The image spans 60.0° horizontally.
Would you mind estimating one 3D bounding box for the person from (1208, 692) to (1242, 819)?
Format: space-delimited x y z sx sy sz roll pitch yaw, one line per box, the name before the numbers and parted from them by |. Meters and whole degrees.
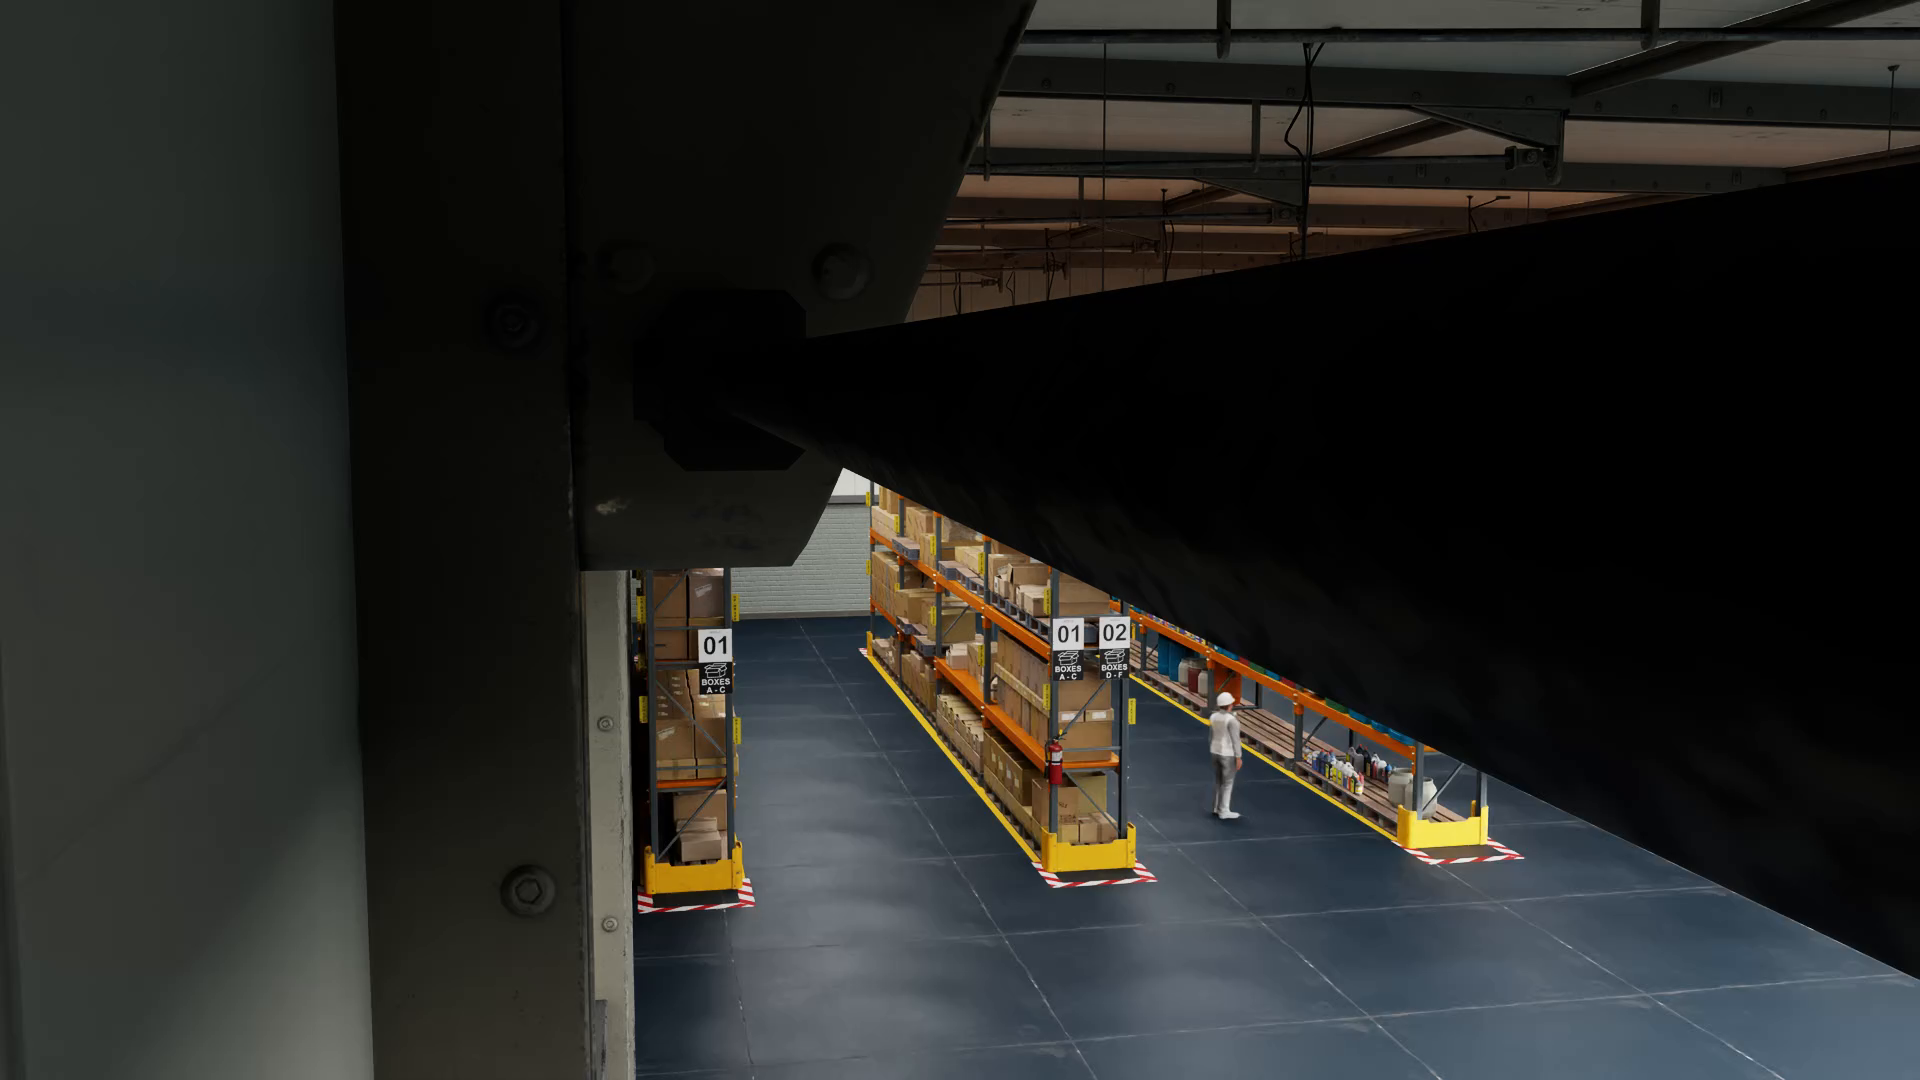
person | 3.769 3.031 23.347 0.448 1.808 0.587 -4 7 -31
